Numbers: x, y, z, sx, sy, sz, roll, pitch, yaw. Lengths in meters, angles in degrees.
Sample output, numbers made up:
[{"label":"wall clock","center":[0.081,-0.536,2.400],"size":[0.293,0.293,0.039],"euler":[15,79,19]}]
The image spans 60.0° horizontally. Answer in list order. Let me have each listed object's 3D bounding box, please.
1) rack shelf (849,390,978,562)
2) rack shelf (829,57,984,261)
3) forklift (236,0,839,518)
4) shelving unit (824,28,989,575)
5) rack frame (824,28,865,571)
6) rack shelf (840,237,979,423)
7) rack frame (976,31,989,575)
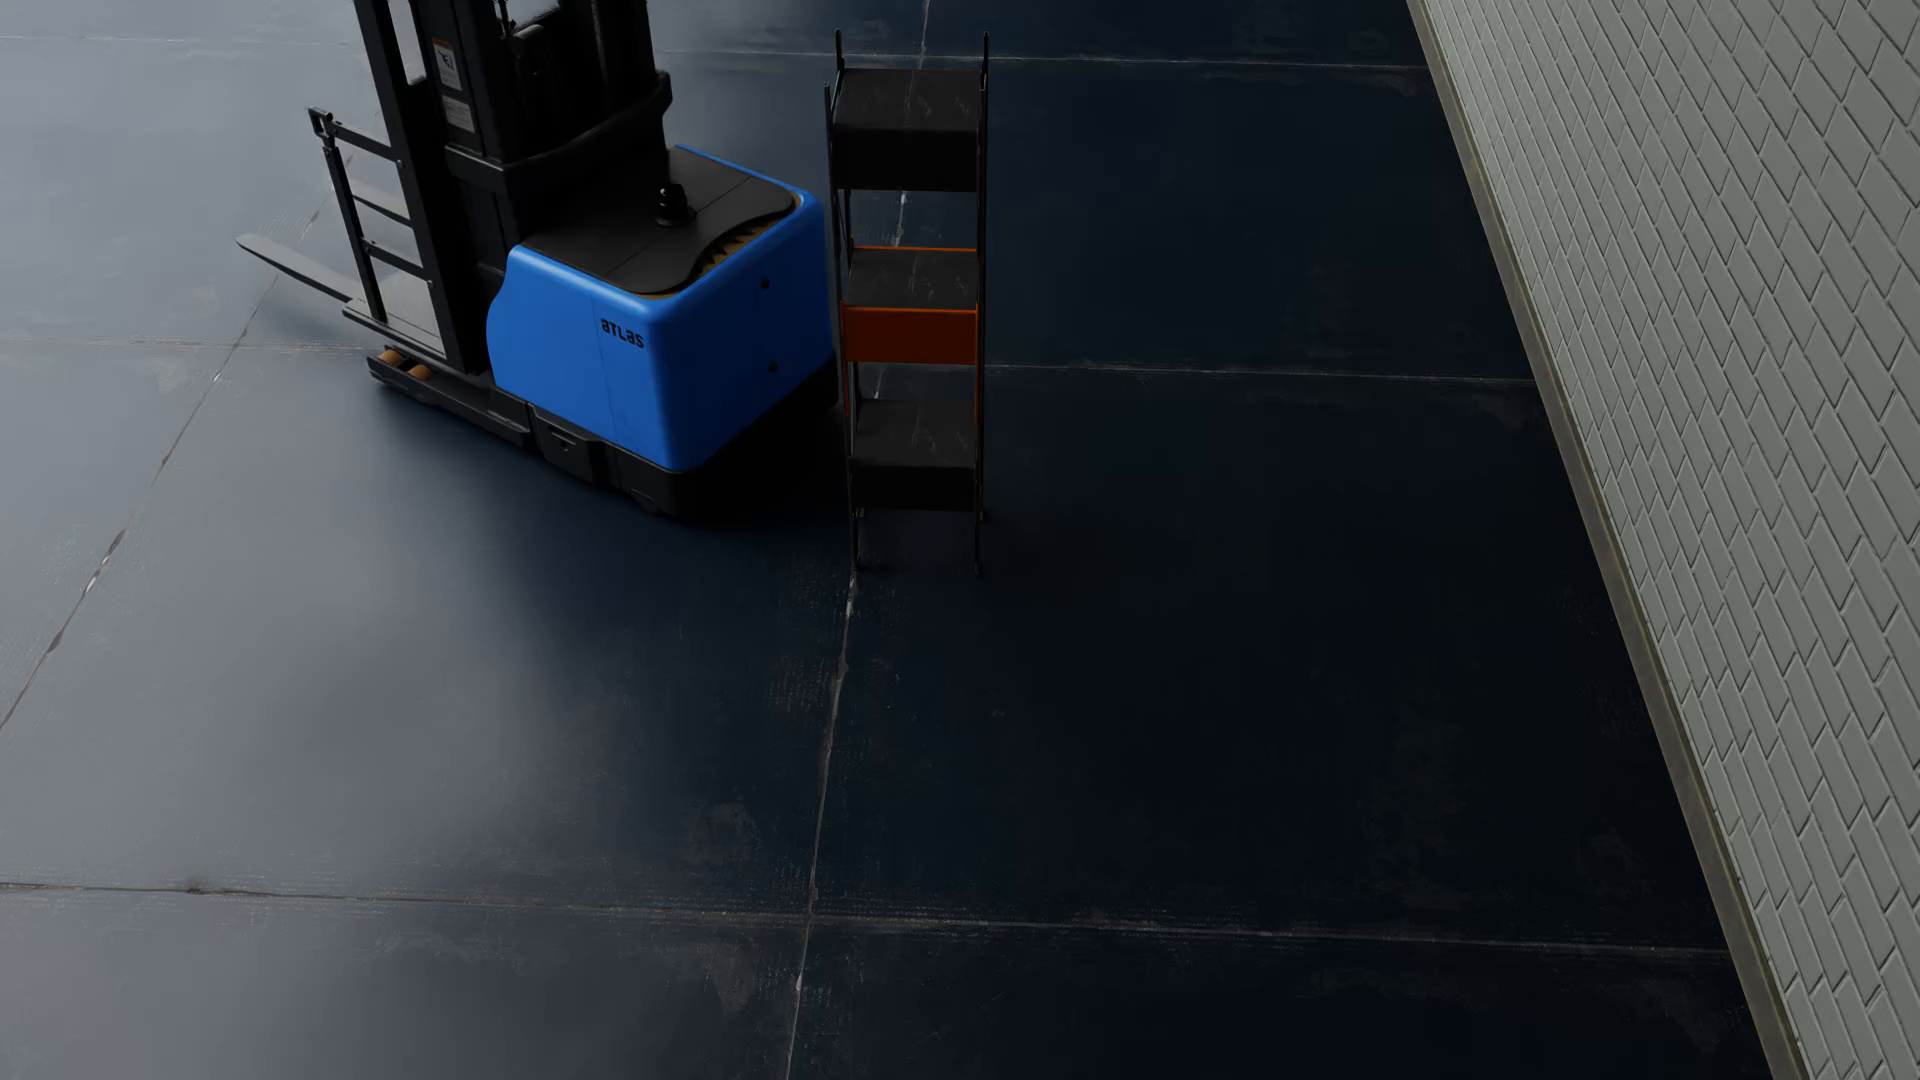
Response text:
[{"label":"rack shelf","center":[-0.165,-0.251,6.526],"size":[0.480,0.518,0.431],"euler":[2,43,2]},{"label":"rack shelf","center":[-0.165,-1.276,5.572],"size":[0.480,0.518,0.431],"euler":[2,43,2]},{"label":"forklift","center":[-2.036,-1.956,6.700],"size":[3.031,2.935,1.130],"euler":[25,48,24]},{"label":"shelving unit","center":[-0.165,-0.773,6.040],"size":[0.503,2.100,0.431],"euler":[2,43,2]},{"label":"rack frame","center":[-0.409,-0.781,6.048],"size":[0.015,2.100,0.400],"euler":[2,43,2]},{"label":"rack shelf","center":[-0.165,-0.763,6.049],"size":[0.480,0.518,0.431],"euler":[2,43,2]},{"label":"rack frame","center":[0.078,-0.766,6.032],"size":[0.015,2.100,0.400],"euler":[2,43,2]}]
